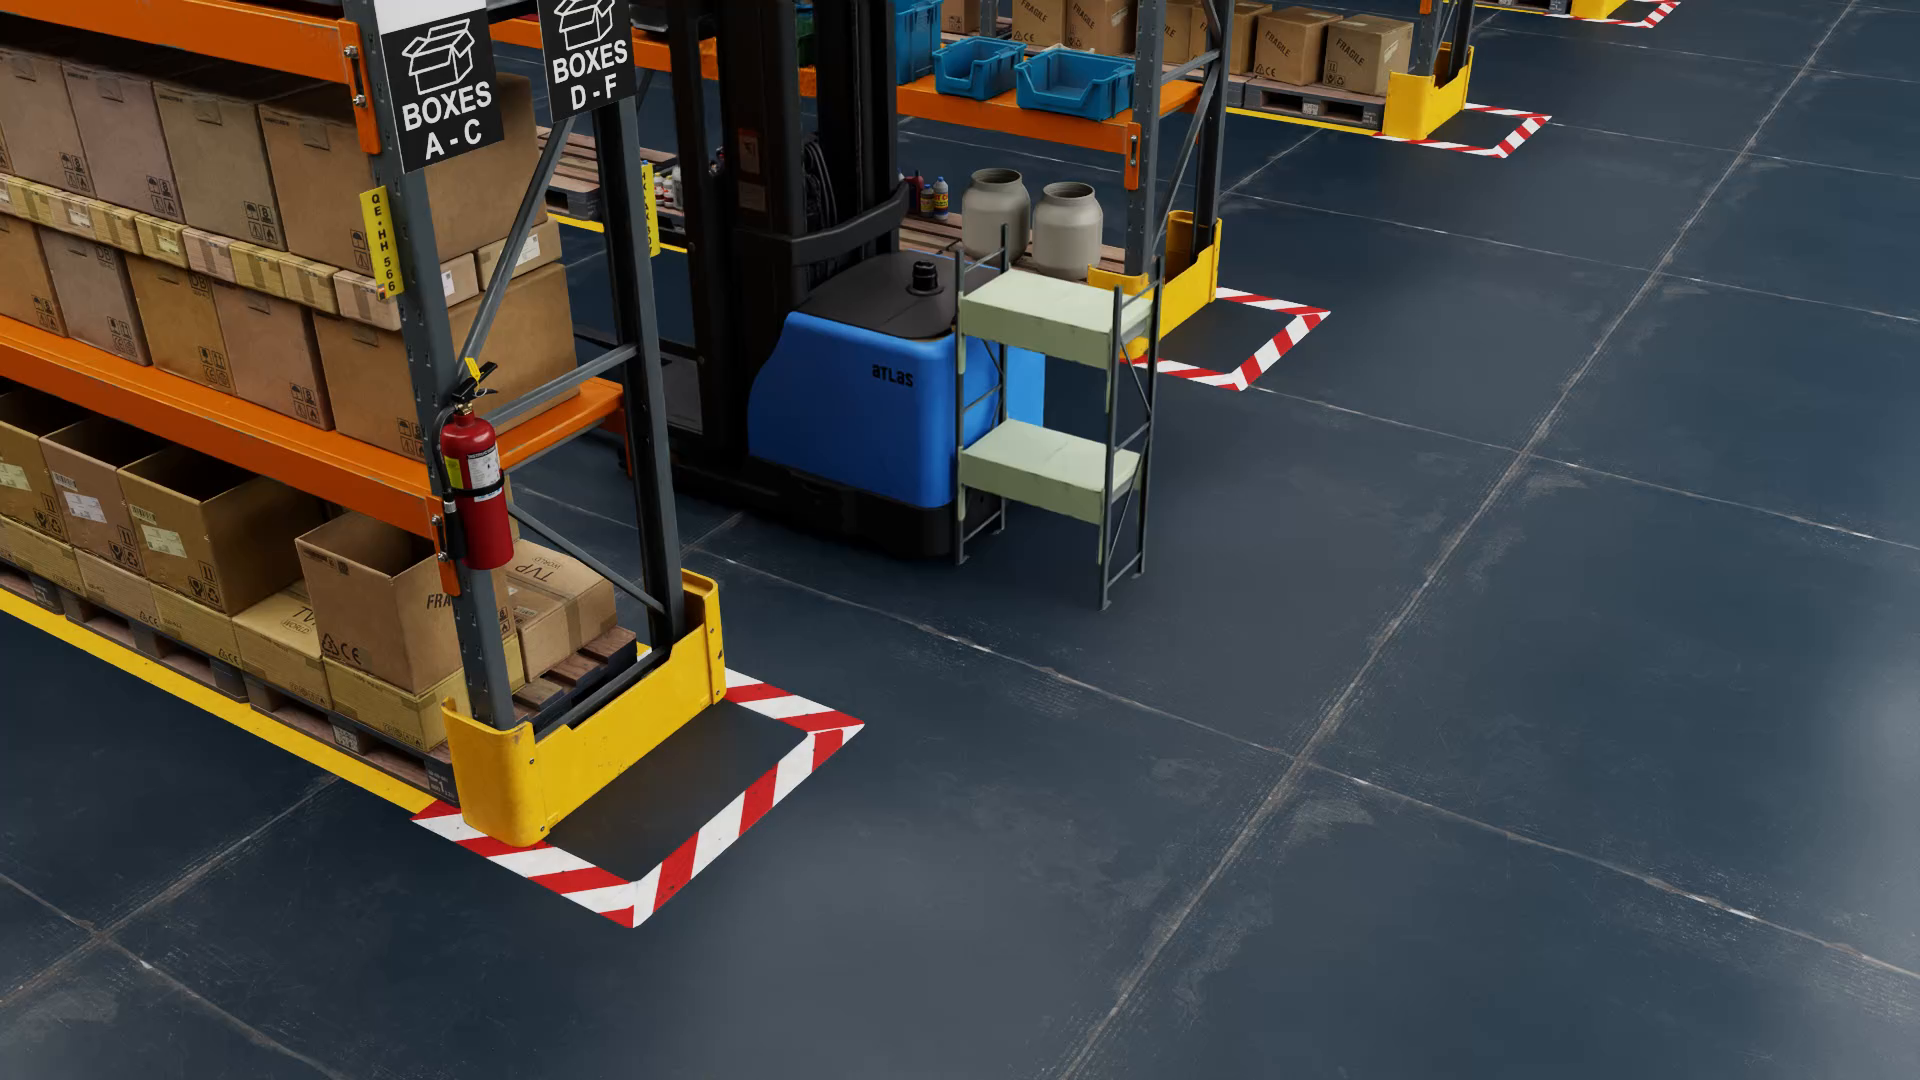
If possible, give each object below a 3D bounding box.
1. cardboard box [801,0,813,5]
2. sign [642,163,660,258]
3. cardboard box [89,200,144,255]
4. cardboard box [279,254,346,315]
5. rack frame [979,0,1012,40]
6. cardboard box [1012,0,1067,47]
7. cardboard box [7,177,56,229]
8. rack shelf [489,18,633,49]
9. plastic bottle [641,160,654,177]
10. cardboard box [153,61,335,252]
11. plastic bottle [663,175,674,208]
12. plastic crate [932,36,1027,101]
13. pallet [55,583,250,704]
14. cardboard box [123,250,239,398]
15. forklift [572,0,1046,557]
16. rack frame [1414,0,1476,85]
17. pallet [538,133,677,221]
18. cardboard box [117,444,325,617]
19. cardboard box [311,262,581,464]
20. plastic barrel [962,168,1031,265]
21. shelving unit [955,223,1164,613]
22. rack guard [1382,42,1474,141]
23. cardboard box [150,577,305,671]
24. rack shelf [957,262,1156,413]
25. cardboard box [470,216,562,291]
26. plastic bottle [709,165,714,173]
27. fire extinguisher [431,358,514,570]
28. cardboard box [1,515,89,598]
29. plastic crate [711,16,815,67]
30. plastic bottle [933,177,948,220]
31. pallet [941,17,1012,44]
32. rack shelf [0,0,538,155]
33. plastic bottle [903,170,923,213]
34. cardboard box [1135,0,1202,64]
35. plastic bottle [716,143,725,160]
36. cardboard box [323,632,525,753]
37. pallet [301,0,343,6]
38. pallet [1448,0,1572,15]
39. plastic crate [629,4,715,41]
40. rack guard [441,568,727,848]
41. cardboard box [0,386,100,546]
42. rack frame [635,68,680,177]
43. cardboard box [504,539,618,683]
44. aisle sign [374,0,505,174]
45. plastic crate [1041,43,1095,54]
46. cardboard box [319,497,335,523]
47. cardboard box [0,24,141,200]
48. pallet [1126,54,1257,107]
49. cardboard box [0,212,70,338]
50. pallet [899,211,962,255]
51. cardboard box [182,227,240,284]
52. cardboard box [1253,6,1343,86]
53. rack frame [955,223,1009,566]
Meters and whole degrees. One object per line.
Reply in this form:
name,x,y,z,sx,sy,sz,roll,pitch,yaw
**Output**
cardboard box,-1.360,-5.513,16.268,0.500,0.500,0.700,21,36,31
sign,-1.092,-1.139,5.789,0.005,0.325,0.100,18,35,27
cardboard box,-2.915,-1.187,6.064,0.250,0.149,0.380,19,35,29
cardboard box,-2.040,-0.910,5.590,0.250,0.149,0.380,18,35,29
rack frame,0.489,-5.795,14.706,0.127,3.000,1.000,18,35,27
cardboard box,0.807,-4.772,15.017,0.500,0.500,0.500,16,34,26
cardboard box,-3.342,-1.323,6.298,0.250,0.149,0.380,17,34,27
rack shelf,-3.838,-3.906,12.182,4.000,0.370,1.077,18,35,27
plastic bottle,-2.107,-2.420,11.192,0.097,0.271,0.097,0,30,0
cardboard box,-2.274,-1.383,5.757,0.500,0.500,0.700,17,34,26
plastic bottle,-1.935,-2.335,11.116,0.097,0.201,0.097,0,30,0
plastic crate,0.114,-2.728,9.596,0.408,0.251,0.499,18,35,27
pallet,-3.092,0.194,7.208,1.213,0.211,1.003,18,35,27
cardboard box,-2.646,-0.944,6.292,0.500,0.500,0.700,18,35,28
forklift,-1.103,-1.740,7.824,3.031,2.935,1.130,18,35,27
rack frame,3.877,-4.723,12.869,0.127,3.000,1.000,18,35,27
pallet,-2.830,-2.670,12.117,1.213,0.211,1.003,18,35,27
cardboard box,-2.860,-0.092,6.499,0.500,0.500,0.500,18,35,27
cardboard box,-1.781,-0.670,5.822,0.500,0.500,0.700,18,35,27
plastic barrel,0.222,-1.994,10.243,0.421,0.512,0.421,0,30,0
shelving unit,0.405,-0.520,7.152,0.755,1.500,0.431,18,35,27
rack guard,3.813,-3.664,13.534,0.348,0.500,1.175,18,35,27
cardboard box,-2.858,0.231,6.690,0.500,0.250,0.500,18,35,27
rack shelf,0.405,-0.857,6.956,0.720,0.370,0.431,18,35,27
cardboard box,-1.610,-1.016,5.773,0.250,0.149,0.380,17,34,27
plastic bottle,-1.681,-2.333,10.965,0.185,0.351,0.144,19,35,29
fire extinguisher,-1.539,-0.233,5.249,0.183,0.674,0.296,18,35,27
cardboard box,-3.707,-0.035,7.146,0.500,0.250,0.500,18,35,27
plastic crate,-1.144,-3.105,10.306,0.662,0.188,0.450,18,35,27
plastic bottle,-0.126,-2.239,10.883,0.097,0.271,0.097,0,30,0
pallet,-0.171,-4.798,15.765,1.213,0.211,1.003,18,35,27
rack shelf,-3.086,-2.017,5.967,4.000,0.370,1.077,18,35,27
plastic bottle,-0.308,-2.313,10.997,0.133,0.283,0.061,18,35,28
cardboard box,1.864,-4.489,14.532,0.500,0.500,0.500,14,33,23
plastic bottle,-1.671,-2.698,11.738,0.097,0.201,0.097,0,30,0
cardboard box,-2.004,0.493,6.241,0.500,0.250,0.500,18,35,27
pallet,-1.977,-1.954,5.233,1.213,0.211,1.003,18,35,27
pallet,5.881,-5.789,17.464,1.213,0.211,1.003,18,35,27
plastic crate,-1.768,-3.459,10.765,0.504,0.338,0.767,18,35,27
rack guard,-1.372,0.590,6.242,0.348,0.500,1.175,18,35,27
cardboard box,-3.707,-0.360,6.957,0.500,0.500,0.500,18,35,27
rack frame,-2.144,-3.681,11.082,0.127,3.000,1.000,18,35,27
cardboard box,-1.728,0.272,6.620,0.500,0.250,0.500,18,35,27
aisle sign,-1.493,-1.476,4.723,0.004,0.787,0.394,18,35,27
plastic crate,0.657,-2.872,9.958,0.250,0.136,0.298,18,35,27
cardboard box,-2.583,-0.314,6.879,0.500,0.500,0.500,18,35,27
cardboard box,-3.126,-1.652,6.218,0.500,0.500,0.700,18,35,27
pallet,2.114,-4.099,14.566,1.213,0.211,1.003,18,35,27
cardboard box,-3.528,-1.220,6.765,0.500,0.500,0.700,18,35,28
pallet,-0.560,-1.952,10.887,1.213,0.211,1.003,18,35,27
cardboard box,-2.468,-1.047,5.825,0.250,0.149,0.380,18,35,28
cardboard box,2.833,-4.145,13.942,0.500,0.500,0.500,-25,38,-36
rack frame,0.095,-0.618,7.321,0.023,1.500,0.400,18,35,27
